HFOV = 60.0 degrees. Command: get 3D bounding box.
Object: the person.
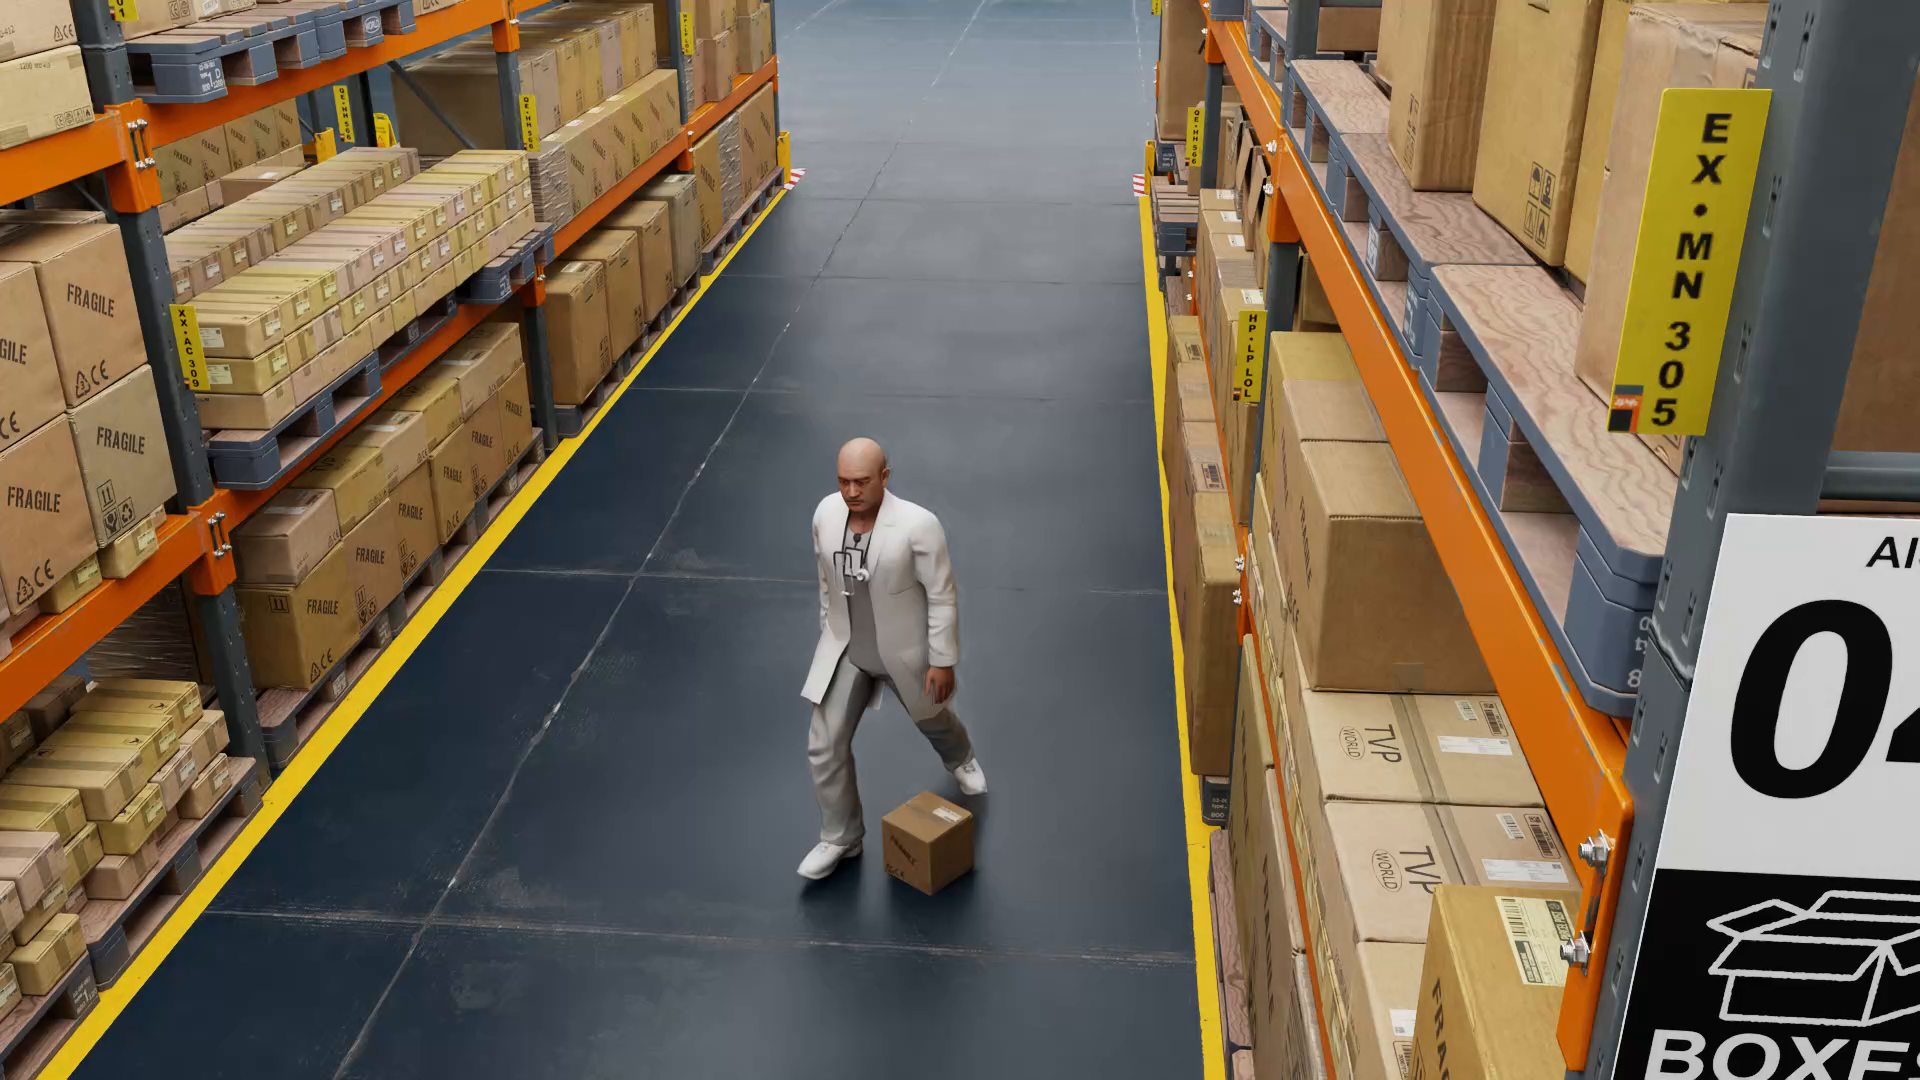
[{"bbox_3d":[-0.260,0.373,6.326,0.627,1.718,1.022,9,26,19],"label":"person"}]
